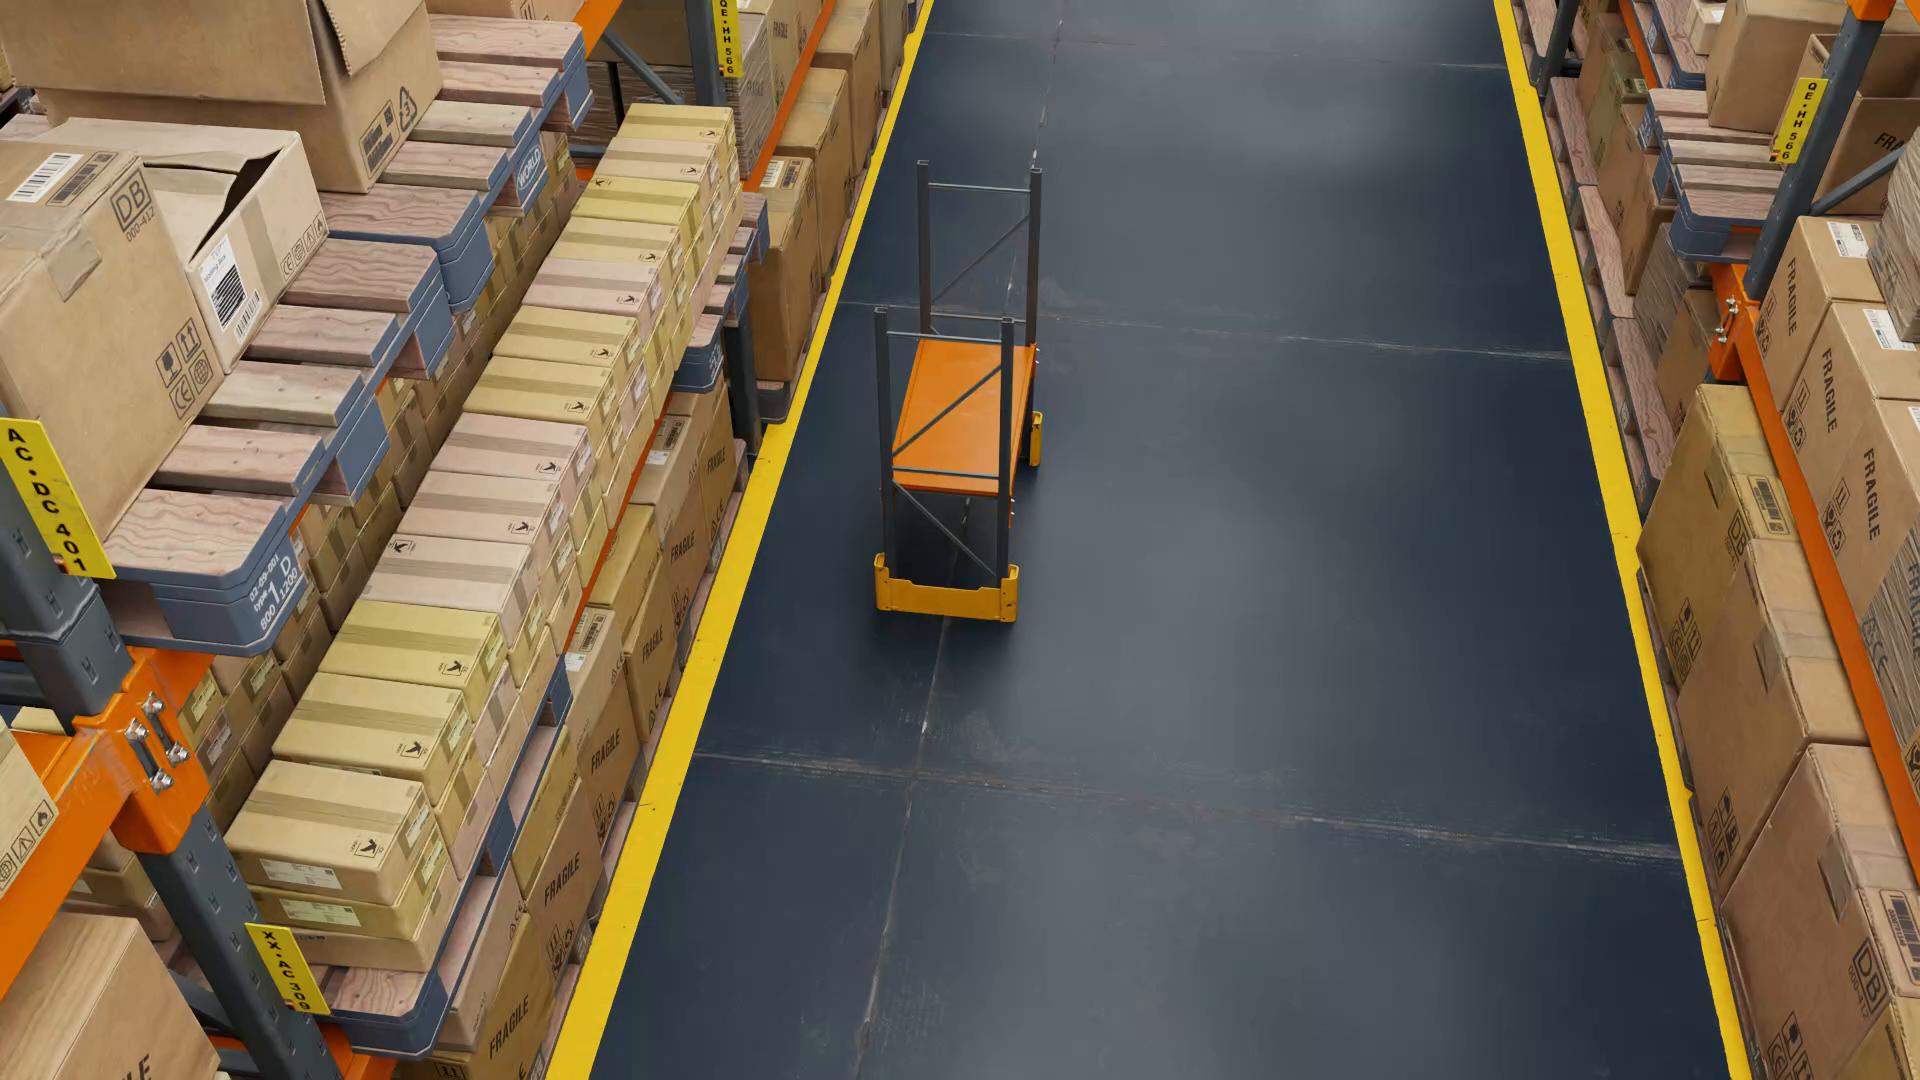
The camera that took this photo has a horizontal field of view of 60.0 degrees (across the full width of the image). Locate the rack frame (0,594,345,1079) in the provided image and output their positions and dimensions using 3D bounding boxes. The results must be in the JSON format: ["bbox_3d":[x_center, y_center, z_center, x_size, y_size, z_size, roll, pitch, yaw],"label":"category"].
[{"bbox_3d":[-1.949,1.172,3.831,1.000,3.000,0.127,5,44,6],"label":"rack frame"}]

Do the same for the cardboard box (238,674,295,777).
[{"bbox_3d":[-2.024,0.475,4.444,0.380,0.149,0.250,5,44,5],"label":"cardboard box"}]

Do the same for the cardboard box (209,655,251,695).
[{"bbox_3d":[-2.019,0.244,4.255,0.380,0.149,0.250,4,44,4],"label":"cardboard box"}]

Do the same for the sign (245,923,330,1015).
[{"bbox_3d":[-1.410,0.902,3.486,0.100,0.325,0.005,5,44,6],"label":"sign"}]

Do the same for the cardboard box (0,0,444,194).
[{"bbox_3d":[-1.615,-1.148,3.719,0.797,0.503,0.637,5,44,5],"label":"cardboard box"}]

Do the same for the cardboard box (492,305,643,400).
[{"bbox_3d":[-1.204,-0.575,5.120,0.380,0.149,0.250,7,44,8],"label":"cardboard box"}]

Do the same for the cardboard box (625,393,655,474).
[{"bbox_3d":[-1.205,-0.364,5.330,0.380,0.149,0.250,6,44,7],"label":"cardboard box"}]

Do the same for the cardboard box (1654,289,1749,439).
[{"bbox_3d":[3.552,-0.745,7.353,0.700,0.500,0.500,3,44,3],"label":"cardboard box"}]

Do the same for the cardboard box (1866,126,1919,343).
[{"bbox_3d":[3.370,-0.938,5.257,0.797,0.503,0.637,7,44,7],"label":"cardboard box"}]

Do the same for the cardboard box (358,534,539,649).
[{"bbox_3d":[-1.338,0.133,4.372,0.380,0.149,0.250,5,44,5],"label":"cardboard box"}]

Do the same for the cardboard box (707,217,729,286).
[{"bbox_3d":[-1.064,-1.068,6.074,0.380,0.149,0.250,5,44,5],"label":"cardboard box"}]

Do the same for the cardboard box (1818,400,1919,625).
[{"bbox_3d":[3.019,-0.063,5.062,0.500,0.500,0.500,5,44,5],"label":"cardboard box"}]

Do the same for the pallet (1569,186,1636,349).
[{"bbox_3d":[3.751,-1.383,8.557,1.003,0.211,1.213,5,44,6],"label":"pallet"}]

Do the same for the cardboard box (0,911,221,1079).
[{"bbox_3d":[-1.743,1.010,2.986,0.500,0.500,0.500,4,44,4],"label":"cardboard box"}]

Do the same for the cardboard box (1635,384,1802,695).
[{"bbox_3d":[3.371,0.053,6.252,1.225,0.875,0.875,3,44,4],"label":"cardboard box"}]

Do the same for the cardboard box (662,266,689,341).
[{"bbox_3d":[-1.134,-0.813,5.588,0.380,0.149,0.250,5,44,6],"label":"cardboard box"}]

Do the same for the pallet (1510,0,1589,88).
[{"bbox_3d":[4.065,-3.209,10.485,1.003,0.211,1.213,5,44,6],"label":"pallet"}]

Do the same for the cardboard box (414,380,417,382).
[{"bbox_3d":[-1.845,-0.638,5.187,0.380,0.149,0.250,6,44,7],"label":"cardboard box"}]

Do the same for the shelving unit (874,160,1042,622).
[{"bbox_3d":[0.010,-0.597,6.789,0.587,1.500,1.083,5,44,6],"label":"shelving unit"}]

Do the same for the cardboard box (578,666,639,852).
[{"bbox_3d":[-1.464,0.729,5.811,0.500,0.500,0.500,6,44,6],"label":"cardboard box"}]

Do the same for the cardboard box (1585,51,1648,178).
[{"bbox_3d":[3.827,-2.273,8.967,0.700,0.500,0.500,5,44,5],"label":"cardboard box"}]

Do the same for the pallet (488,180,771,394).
[{"bbox_3d":[-1.409,-0.989,6.252,1.213,0.211,1.003,5,44,6],"label":"pallet"}]

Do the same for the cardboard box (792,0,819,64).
[{"bbox_3d":[-0.962,-2.562,7.702,0.500,0.500,0.500,5,44,5],"label":"cardboard box"}]

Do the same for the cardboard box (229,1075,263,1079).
[{"bbox_3d":[-2.101,1.400,5.103,0.500,0.500,0.500,4,44,5],"label":"cardboard box"}]

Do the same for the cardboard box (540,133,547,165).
[{"bbox_3d":[-1.706,-1.351,5.939,0.380,0.149,0.250,4,44,4],"label":"cardboard box"}]

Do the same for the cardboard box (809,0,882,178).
[{"bbox_3d":[-1.016,-2.527,9.068,1.050,0.750,0.750,5,44,6],"label":"cardboard box"}]

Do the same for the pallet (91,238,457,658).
[{"bbox_3d":[-1.762,-0.260,3.298,1.213,0.211,1.003,5,44,6],"label":"pallet"}]

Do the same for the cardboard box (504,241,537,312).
[{"bbox_3d":[-1.750,-0.962,5.962,0.380,0.149,0.250,7,44,8],"label":"cardboard box"}]

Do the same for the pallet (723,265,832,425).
[{"bbox_3d":[-1.241,-1.072,8.229,1.003,0.211,1.213,5,44,6],"label":"pallet"}]

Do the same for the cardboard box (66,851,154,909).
[{"bbox_3d":[-2.092,0.714,3.976,0.380,0.149,0.250,6,44,7],"label":"cardboard box"}]

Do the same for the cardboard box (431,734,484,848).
[{"bbox_3d":[-1.409,0.599,4.096,0.380,0.149,0.250,4,44,5],"label":"cardboard box"}]

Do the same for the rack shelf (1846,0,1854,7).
[{"bbox_3d":[3.747,-3.225,6.816,1.077,0.370,4.000,5,44,6],"label":"rack shelf"}]

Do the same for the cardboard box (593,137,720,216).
[{"bbox_3d":[-1.066,-1.285,5.870,0.380,0.149,0.250,5,44,5],"label":"cardboard box"}]

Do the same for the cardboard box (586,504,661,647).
[{"bbox_3d":[-1.389,0.109,5.921,0.500,0.250,0.500,6,44,6],"label":"cardboard box"}]

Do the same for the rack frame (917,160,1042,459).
[{"bbox_3d":[0.078,-0.949,7.162,0.500,1.500,0.032,5,44,6],"label":"rack frame"}]

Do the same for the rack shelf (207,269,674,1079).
[{"bbox_3d":[-1.685,0.070,5.517,1.077,0.370,4.000,5,44,6],"label":"rack shelf"}]

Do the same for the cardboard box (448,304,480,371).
[{"bbox_3d":[-1.816,-0.703,5.472,0.380,0.149,0.250,5,44,6],"label":"cardboard box"}]

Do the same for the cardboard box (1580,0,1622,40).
[{"bbox_3d":[4.104,-3.274,10.039,0.500,0.500,0.500,4,44,4],"label":"cardboard box"}]

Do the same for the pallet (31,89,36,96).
[{"bbox_3d":[-5.913,-3.118,10.389,1.003,0.211,1.213,5,44,6],"label":"pallet"}]

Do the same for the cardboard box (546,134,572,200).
[{"bbox_3d":[-1.683,-1.412,6.221,0.380,0.149,0.250,7,44,7],"label":"cardboard box"}]

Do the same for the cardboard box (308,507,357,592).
[{"bbox_3d":[-1.955,0.001,4.728,0.380,0.149,0.250,3,44,3],"label":"cardboard box"}]

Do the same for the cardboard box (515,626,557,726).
[{"bbox_3d":[-1.339,0.354,4.572,0.380,0.149,0.250,6,44,6],"label":"cardboard box"}]

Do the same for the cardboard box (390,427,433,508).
[{"bbox_3d":[-1.888,-0.248,5.207,0.380,0.149,0.250,4,44,4],"label":"cardboard box"}]

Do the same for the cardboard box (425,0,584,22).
[{"bbox_3d":[-1.367,-1.585,4.488,0.500,0.500,0.500,5,44,6],"label":"cardboard box"}]

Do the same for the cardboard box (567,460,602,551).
[{"bbox_3d":[-1.272,-0.119,4.855,0.380,0.149,0.250,5,44,5],"label":"cardboard box"}]
